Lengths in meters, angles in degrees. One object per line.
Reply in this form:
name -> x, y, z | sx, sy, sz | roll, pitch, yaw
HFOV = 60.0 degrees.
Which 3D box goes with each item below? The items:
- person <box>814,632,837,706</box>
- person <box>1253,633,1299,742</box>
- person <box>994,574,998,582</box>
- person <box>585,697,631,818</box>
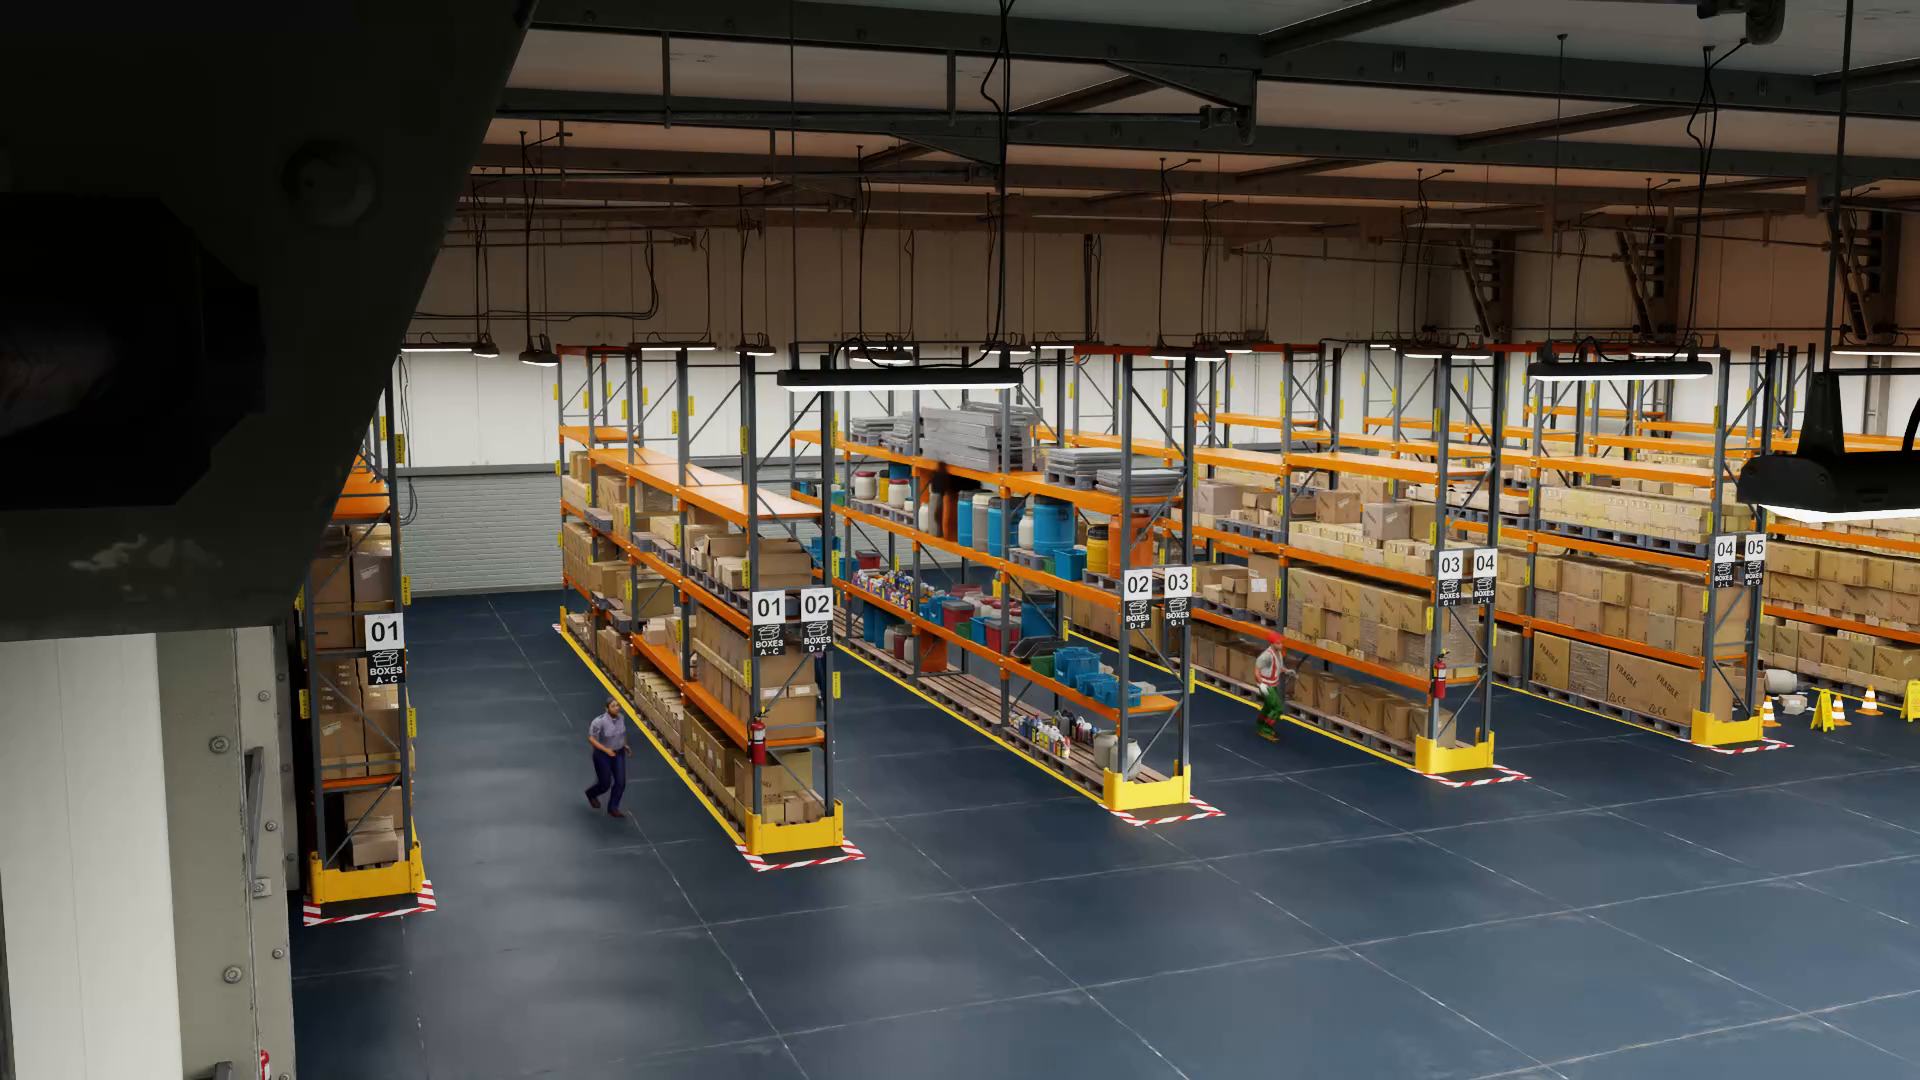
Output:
person -> -2.327, 1.976, 27.933 | 0.543, 1.592, 0.887 | -4, 8, -29
person -> 4.827, 2.247, 25.663 | 0.729, 1.710, 0.702 | 4, 8, 30
person -> 1.201, 0.405, 40.493 | 0.648, 1.599, 0.525 | -7, 10, -42
person -> -4.610, 2.810, 21.689 | 0.604, 1.599, 0.716 | -7, 10, -42
